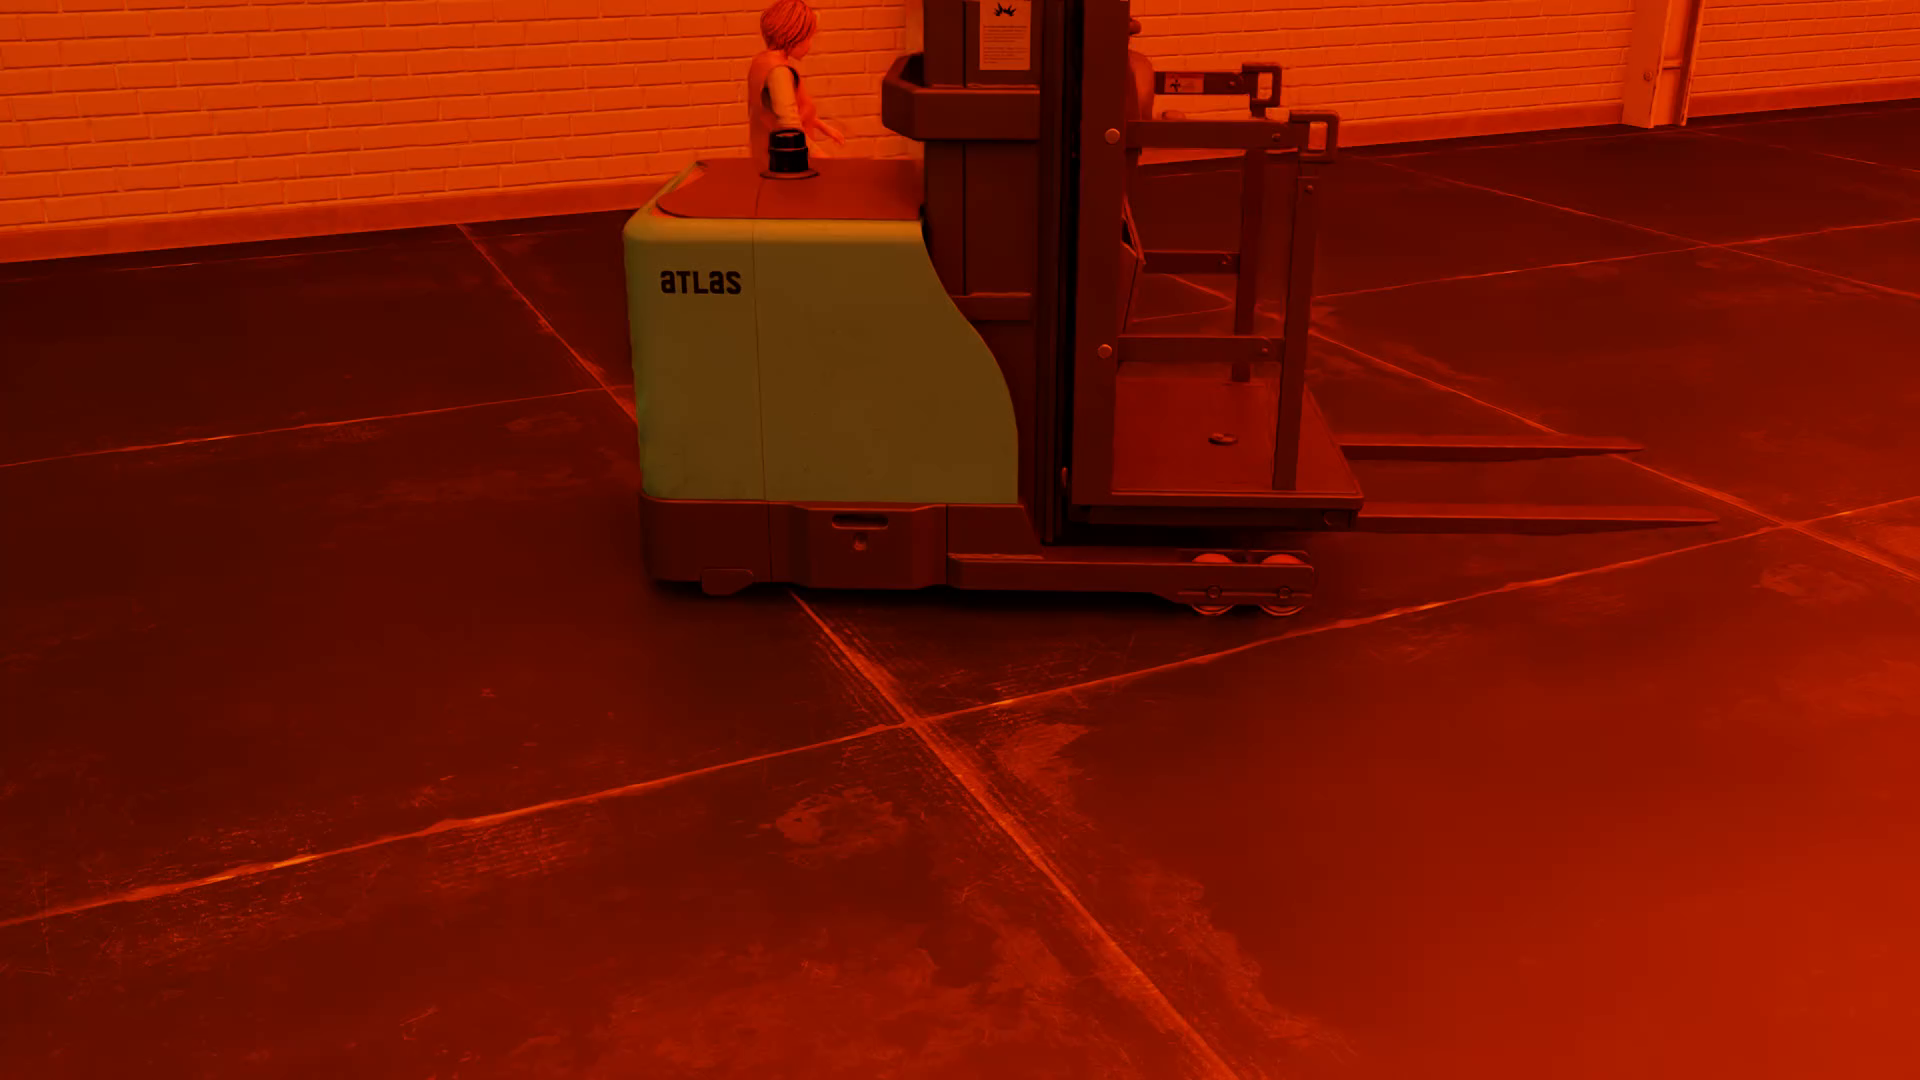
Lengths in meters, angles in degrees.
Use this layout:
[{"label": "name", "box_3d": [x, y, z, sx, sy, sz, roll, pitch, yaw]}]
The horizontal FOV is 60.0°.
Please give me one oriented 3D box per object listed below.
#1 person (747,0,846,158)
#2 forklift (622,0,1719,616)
[{"label": "person", "box_3d": [-0.625, -1.463, 6.838, 0.842, 1.448, 0.880, -6, 23, -13]}, {"label": "forklift", "box_3d": [0.629, -1.352, 4.541, 3.031, 2.935, 1.130, 1, 23, 2]}]
